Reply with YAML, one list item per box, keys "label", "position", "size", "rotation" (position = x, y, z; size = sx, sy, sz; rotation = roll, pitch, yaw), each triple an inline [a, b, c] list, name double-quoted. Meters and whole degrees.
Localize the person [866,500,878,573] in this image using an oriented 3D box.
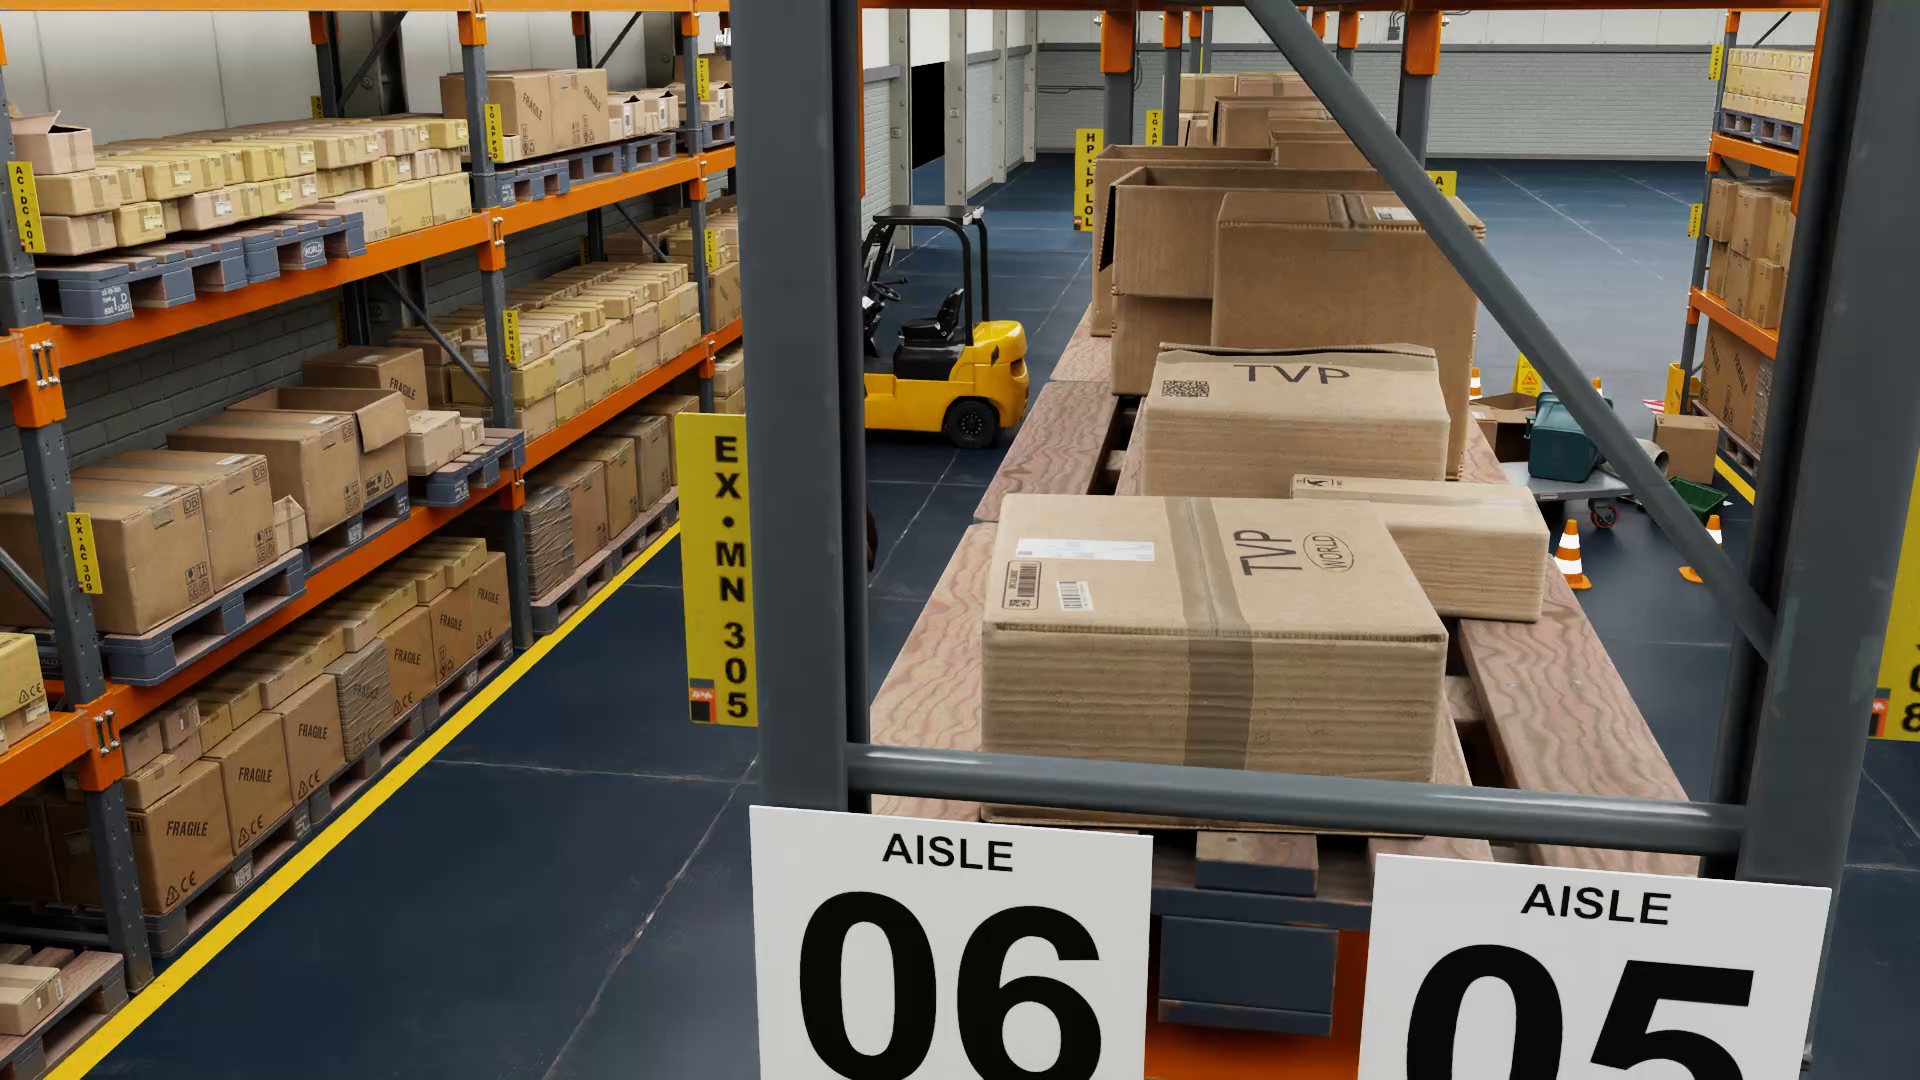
- label: "person"
  position: [-0.872, 0.034, 11.264]
  size: [0.607, 0.997, 0.894]
  rotation: [3, 18, 9]
